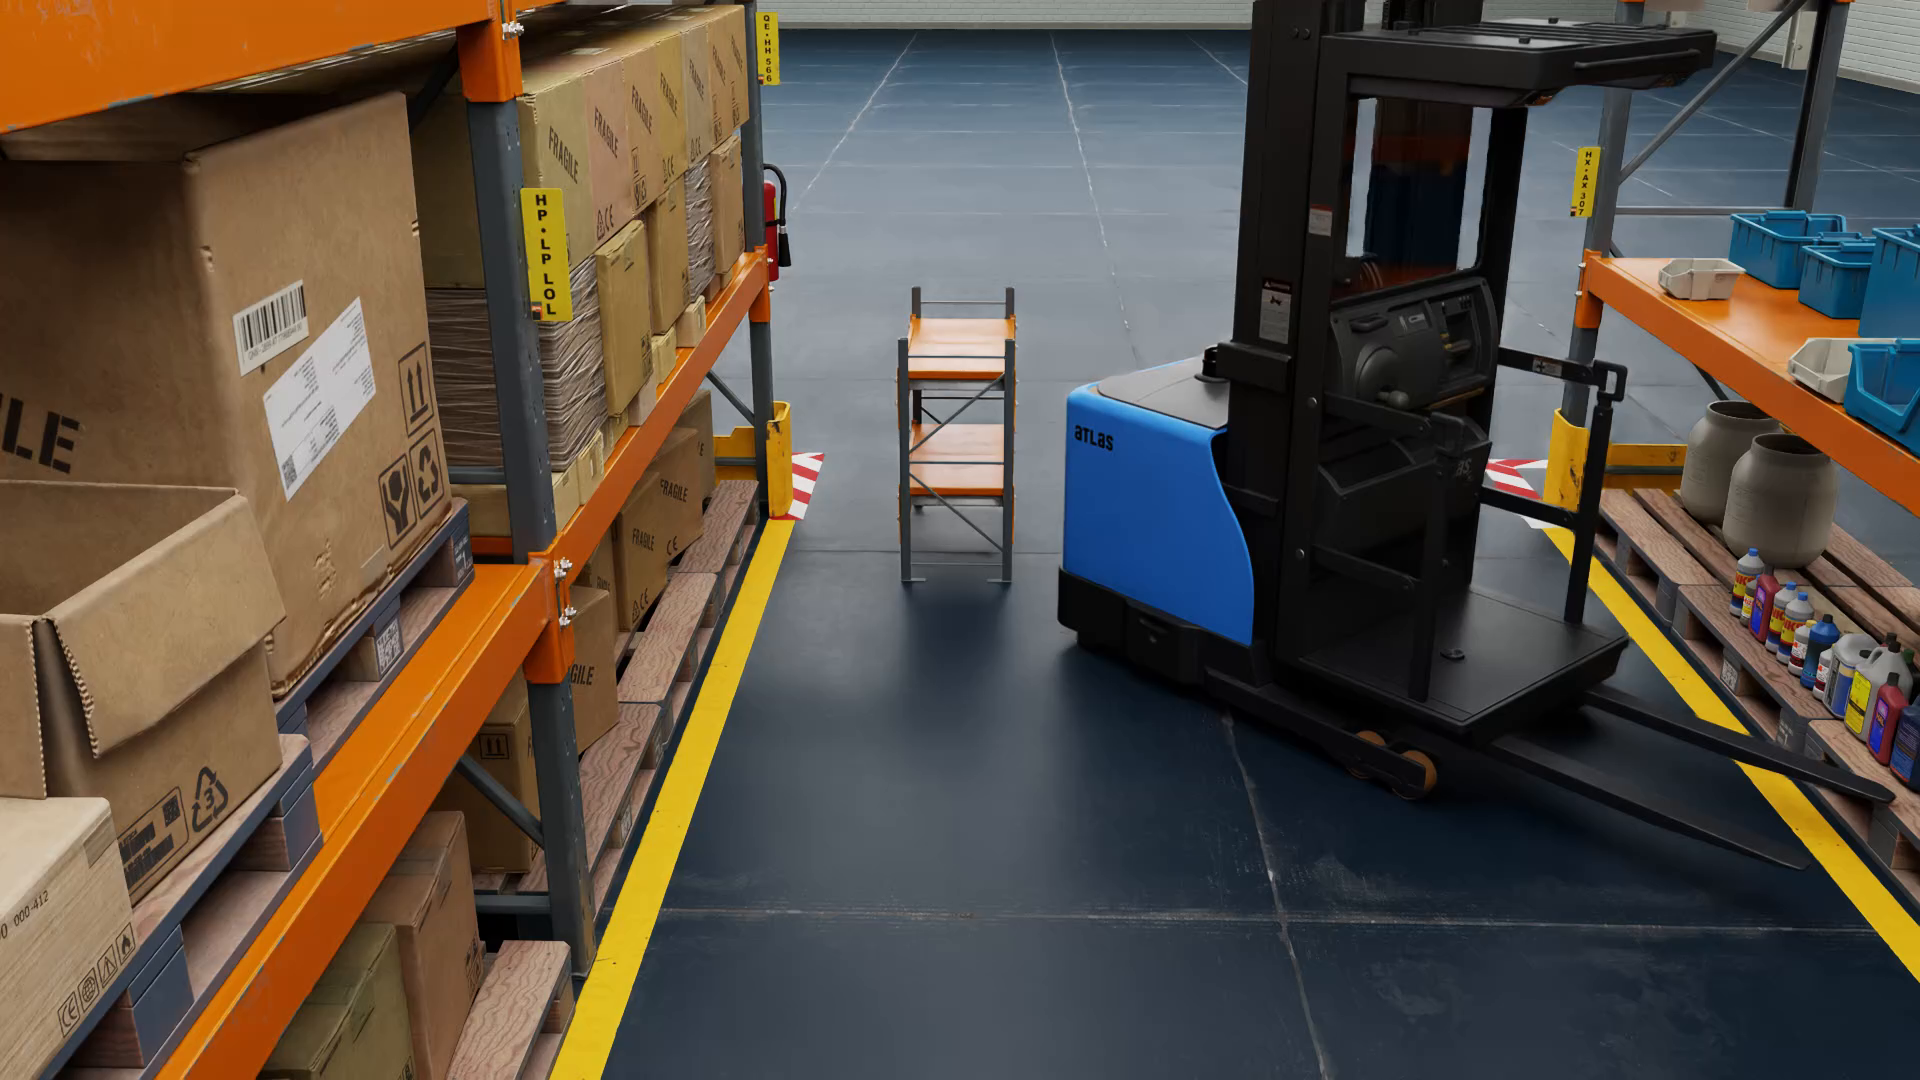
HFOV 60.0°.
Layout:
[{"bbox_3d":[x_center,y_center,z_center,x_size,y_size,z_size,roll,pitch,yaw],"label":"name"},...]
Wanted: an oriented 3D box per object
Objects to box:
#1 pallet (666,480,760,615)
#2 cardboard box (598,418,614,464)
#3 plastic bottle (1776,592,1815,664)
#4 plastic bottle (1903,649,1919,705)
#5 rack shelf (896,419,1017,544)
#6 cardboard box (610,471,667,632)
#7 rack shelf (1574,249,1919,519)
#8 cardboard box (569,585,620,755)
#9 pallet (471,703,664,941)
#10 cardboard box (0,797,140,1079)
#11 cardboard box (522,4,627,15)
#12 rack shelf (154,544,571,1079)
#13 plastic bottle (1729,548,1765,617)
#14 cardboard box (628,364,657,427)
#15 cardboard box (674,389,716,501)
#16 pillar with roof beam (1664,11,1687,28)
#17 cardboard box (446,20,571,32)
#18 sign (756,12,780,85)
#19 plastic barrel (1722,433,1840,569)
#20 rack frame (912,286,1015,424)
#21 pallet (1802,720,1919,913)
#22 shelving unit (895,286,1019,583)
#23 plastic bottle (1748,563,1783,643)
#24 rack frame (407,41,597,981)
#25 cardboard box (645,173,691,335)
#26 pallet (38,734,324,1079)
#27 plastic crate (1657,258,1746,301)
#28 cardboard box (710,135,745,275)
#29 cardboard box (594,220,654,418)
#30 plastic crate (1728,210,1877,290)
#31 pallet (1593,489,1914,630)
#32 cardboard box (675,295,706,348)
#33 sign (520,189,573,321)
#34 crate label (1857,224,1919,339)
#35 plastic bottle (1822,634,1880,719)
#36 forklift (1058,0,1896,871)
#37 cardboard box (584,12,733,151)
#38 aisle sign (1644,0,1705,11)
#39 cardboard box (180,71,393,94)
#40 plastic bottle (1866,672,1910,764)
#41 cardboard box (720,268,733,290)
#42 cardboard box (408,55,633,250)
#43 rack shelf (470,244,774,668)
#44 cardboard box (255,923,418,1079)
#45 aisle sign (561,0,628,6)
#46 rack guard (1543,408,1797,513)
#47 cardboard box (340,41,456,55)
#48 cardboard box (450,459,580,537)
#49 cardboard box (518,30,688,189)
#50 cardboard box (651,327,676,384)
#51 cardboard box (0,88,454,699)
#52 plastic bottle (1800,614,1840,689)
[{"bbox_3d":[-1.509,0.012,7.706,1.003,0.211,1.213,1,21,2],"label":"pallet"},{"bbox_3d":[-1.260,-0.301,5.005,0.380,0.149,0.250,1,21,2],"label":"cardboard box"},{"bbox_3d":[3.124,0.325,6.209,0.097,0.271,0.097,0,21,0],"label":"plastic bottle"},{"bbox_3d":[3.233,0.523,5.681,0.061,0.283,0.133,1,21,2],"label":"plastic bottle"},{"bbox_3d":[0.000,-0.294,7.908,0.538,0.278,1.000,1,21,2],"label":"rack shelf"},{"bbox_3d":[-1.504,0.029,6.682,0.500,0.500,0.500,3,21,7],"label":"cardboard box"},{"bbox_3d":[3.444,-0.496,6.154,1.077,0.370,4.000,1,21,2],"label":"rack shelf"},{"bbox_3d":[-1.506,0.456,5.583,0.500,0.500,0.500,8,22,19],"label":"cardboard box"},{"bbox_3d":[-1.583,0.894,5.432,1.003,0.211,1.213,1,21,2],"label":"pallet"},{"bbox_3d":[-1.409,0.554,2.080,0.500,0.250,0.500,0,21,0],"label":"cardboard box"},{"bbox_3d":[-1.735,-2.064,7.271,0.500,0.500,0.500,1,21,2],"label":"cardboard box"},{"bbox_3d":[-1.629,0.896,2.567,1.077,0.370,4.000,1,21,2],"label":"rack shelf"},{"bbox_3d":[3.138,0.165,6.621,0.097,0.271,0.097,0,21,0],"label":"plastic bottle"},{"bbox_3d":[-1.213,-0.481,5.470,0.380,0.149,0.250,1,21,2],"label":"cardboard box"},{"bbox_3d":[-1.482,-0.414,7.823,0.500,0.500,0.500,5,22,12],"label":"cardboard box"},{"bbox_3d":[10.860,-14.874,33.923,9.100,9.000,0.400,1,21,2],"label":"pillar with roof beam"},{"bbox_3d":[-1.771,-1.703,6.339,0.500,0.500,0.500,1,21,2],"label":"cardboard box"},{"bbox_3d":[-0.892,-2.283,7.727,0.100,0.325,0.005,1,21,2],"label":"sign"},{"bbox_3d":[3.546,-0.170,7.179,0.421,0.512,0.421,0,21,0],"label":"plastic barrel"},{"bbox_3d":[0.015,-0.706,8.293,0.500,1.125,0.032,1,21,2],"label":"rack frame"},{"bbox_3d":[3.445,0.950,5.290,1.003,0.211,1.213,1,21,2],"label":"pallet"},{"bbox_3d":[0.000,-0.522,7.819,0.538,1.125,1.048,1,21,2],"label":"shelving unit"},{"bbox_3d":[3.113,0.241,6.409,0.061,0.283,0.133,1,21,3],"label":"plastic bottle"},{"bbox_3d":[-1.568,-0.162,4.301,1.000,3.000,0.127,1,21,2],"label":"rack frame"},{"bbox_3d":[-1.471,-1.052,6.045,0.875,0.500,0.500,1,21,2],"label":"cardboard box"},{"bbox_3d":[-1.670,0.657,2.454,1.003,0.211,1.213,1,21,2],"label":"pallet"},{"bbox_3d":[3.156,-1.111,7.111,0.298,0.136,0.250,1,21,2],"label":"plastic crate"},{"bbox_3d":[-1.386,-1.413,6.975,0.875,0.500,0.500,1,21,2],"label":"cardboard box"},{"bbox_3d":[-1.442,-0.690,5.112,0.875,0.500,0.500,1,21,2],"label":"cardboard box"},{"bbox_3d":[3.788,-1.301,7.440,0.499,0.251,0.616,1,21,2],"label":"plastic crate"},{"bbox_3d":[3.519,0.067,7.563,1.003,0.211,1.213,1,21,2],"label":"pallet"},{"bbox_3d":[-1.189,-0.843,6.402,0.380,0.149,0.250,1,21,2],"label":"cardboard box"},{"bbox_3d":[-1.013,-0.697,4.079,0.100,0.325,0.005,1,21,2],"label":"sign"},{"bbox_3d":[3.719,-0.902,6.159,0.502,0.435,0.616,1,21,2],"label":"crate label"},{"bbox_3d":[3.139,0.476,5.813,0.152,0.276,0.135,1,21,3],"label":"plastic bottle"},{"bbox_3d":[1.751,-0.679,5.726,1.130,2.935,3.031,-17,27,-37],"label":"forklift"},{"bbox_3d":[-1.225,-1.878,6.790,0.500,0.500,0.500,1,21,2],"label":"cardboard box"},{"bbox_3d":[3.214,-2.795,7.493,0.394,0.787,0.004,1,21,2],"label":"aisle sign"},{"bbox_3d":[-1.829,-0.980,4.475,0.500,0.500,0.500,1,21,2],"label":"cardboard box"},{"bbox_3d":[3.083,0.588,5.512,0.061,0.283,0.133,2,21,5],"label":"plastic bottle"},{"bbox_3d":[-1.213,-1.205,7.335,0.380,0.149,0.250,1,21,2],"label":"cardboard box"},{"bbox_3d":[-1.286,-1.155,4.926,0.500,0.500,0.500,1,21,2],"label":"cardboard box"},{"bbox_3d":[-1.507,-0.550,6.295,1.077,0.370,4.000,1,21,2],"label":"rack shelf"},{"bbox_3d":[-1.641,1.192,3.658,0.700,0.500,0.500,1,21,1],"label":"cardboard box"},{"bbox_3d":[-1.744,-2.846,7.624,0.394,0.787,0.004,1,21,2],"label":"aisle sign"},{"bbox_3d":[3.549,-0.361,8.268,1.175,0.500,0.348,1,21,2],"label":"rack guard"},{"bbox_3d":[-1.799,-1.341,5.407,0.500,0.500,0.500,1,21,2],"label":"cardboard box"},{"bbox_3d":[-1.261,-0.120,4.538,0.380,0.149,0.250,1,21,2],"label":"cardboard box"},{"bbox_3d":[-1.267,-1.516,5.858,0.500,0.500,0.500,1,21,2],"label":"cardboard box"},{"bbox_3d":[-1.228,-0.662,5.936,0.380,0.149,0.250,1,21,2],"label":"cardboard box"},{"bbox_3d":[-1.732,-0.352,3.380,1.000,1.000,1.000,1,21,2],"label":"cardboard box"},{"bbox_3d":[3.118,0.398,6.020,0.097,0.271,0.097,0,21,0],"label":"plastic bottle"}]
